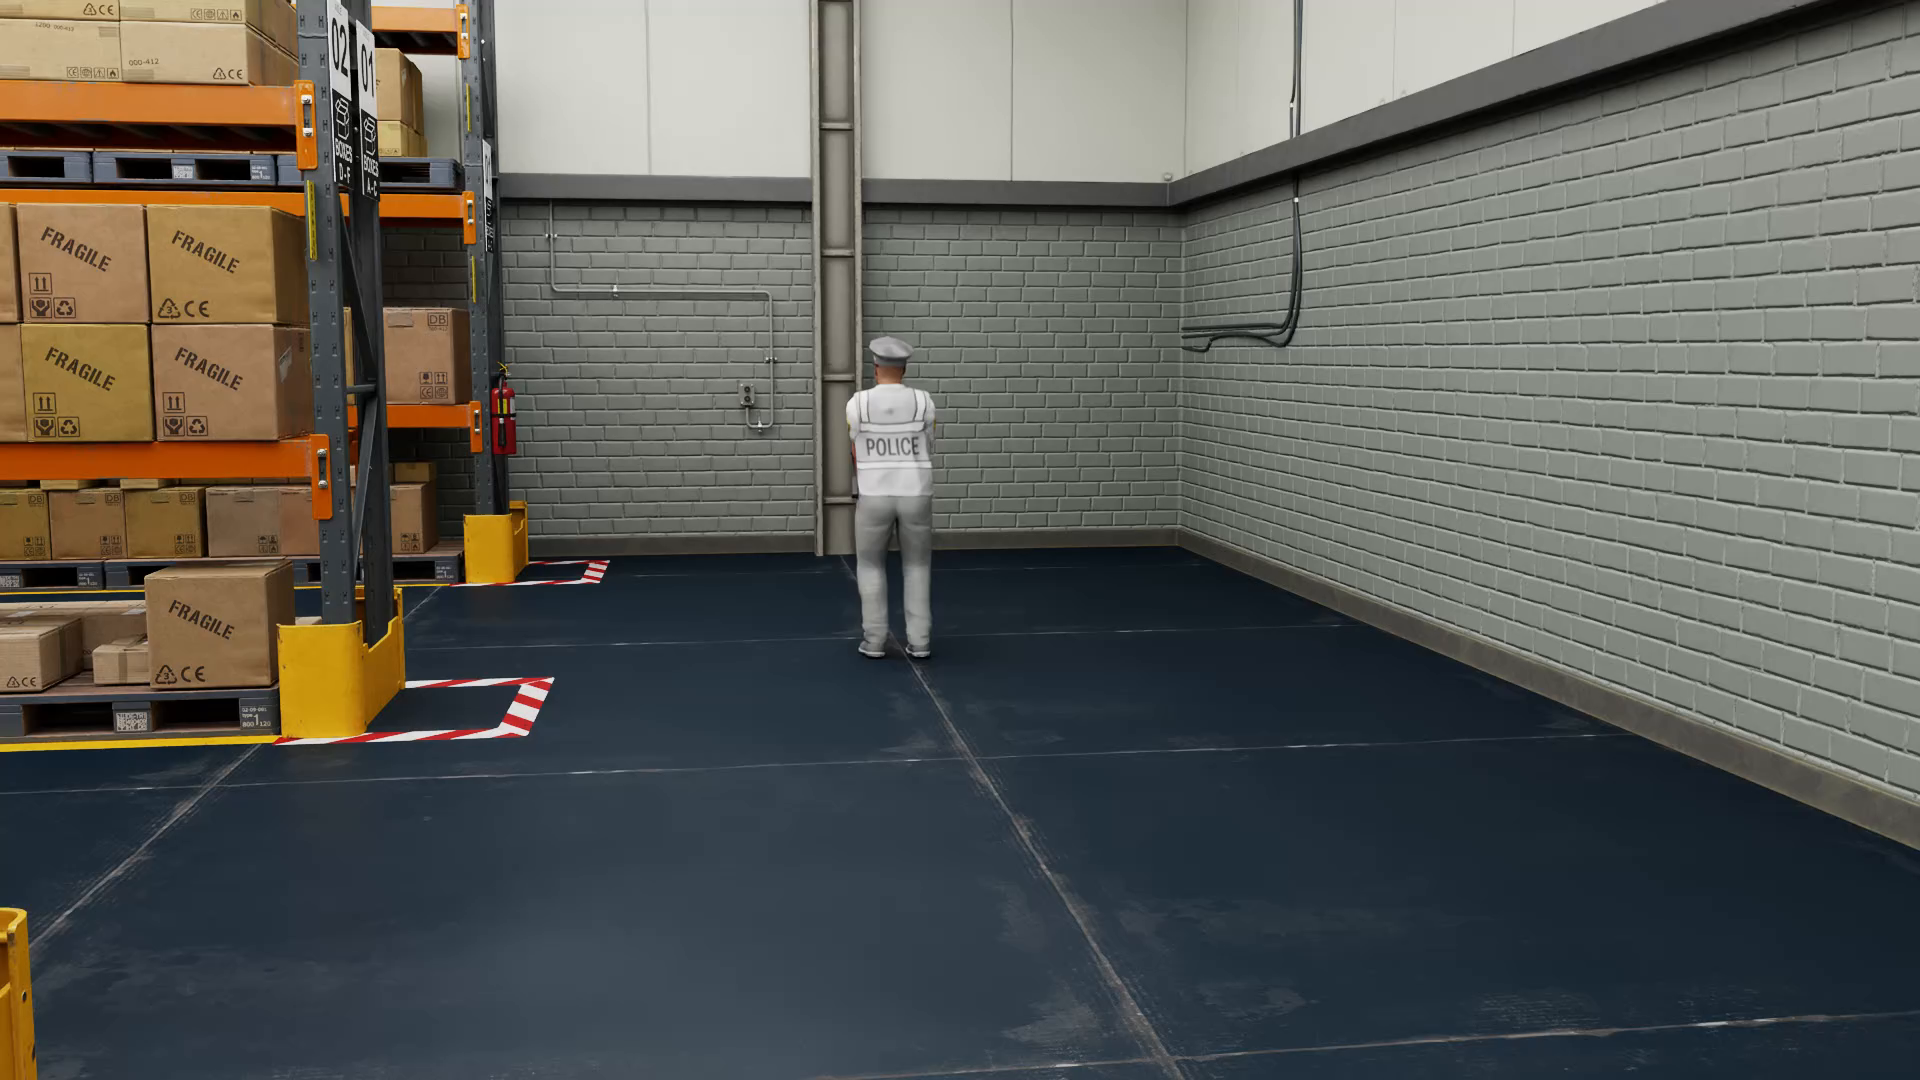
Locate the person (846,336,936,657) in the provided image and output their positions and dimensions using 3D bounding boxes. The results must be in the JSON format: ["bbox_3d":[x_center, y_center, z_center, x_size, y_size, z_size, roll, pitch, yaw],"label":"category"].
[{"bbox_3d":[-0.390,-0.238,9.227,0.493,1.769,0.564,-1,6,-8],"label":"person"}]
